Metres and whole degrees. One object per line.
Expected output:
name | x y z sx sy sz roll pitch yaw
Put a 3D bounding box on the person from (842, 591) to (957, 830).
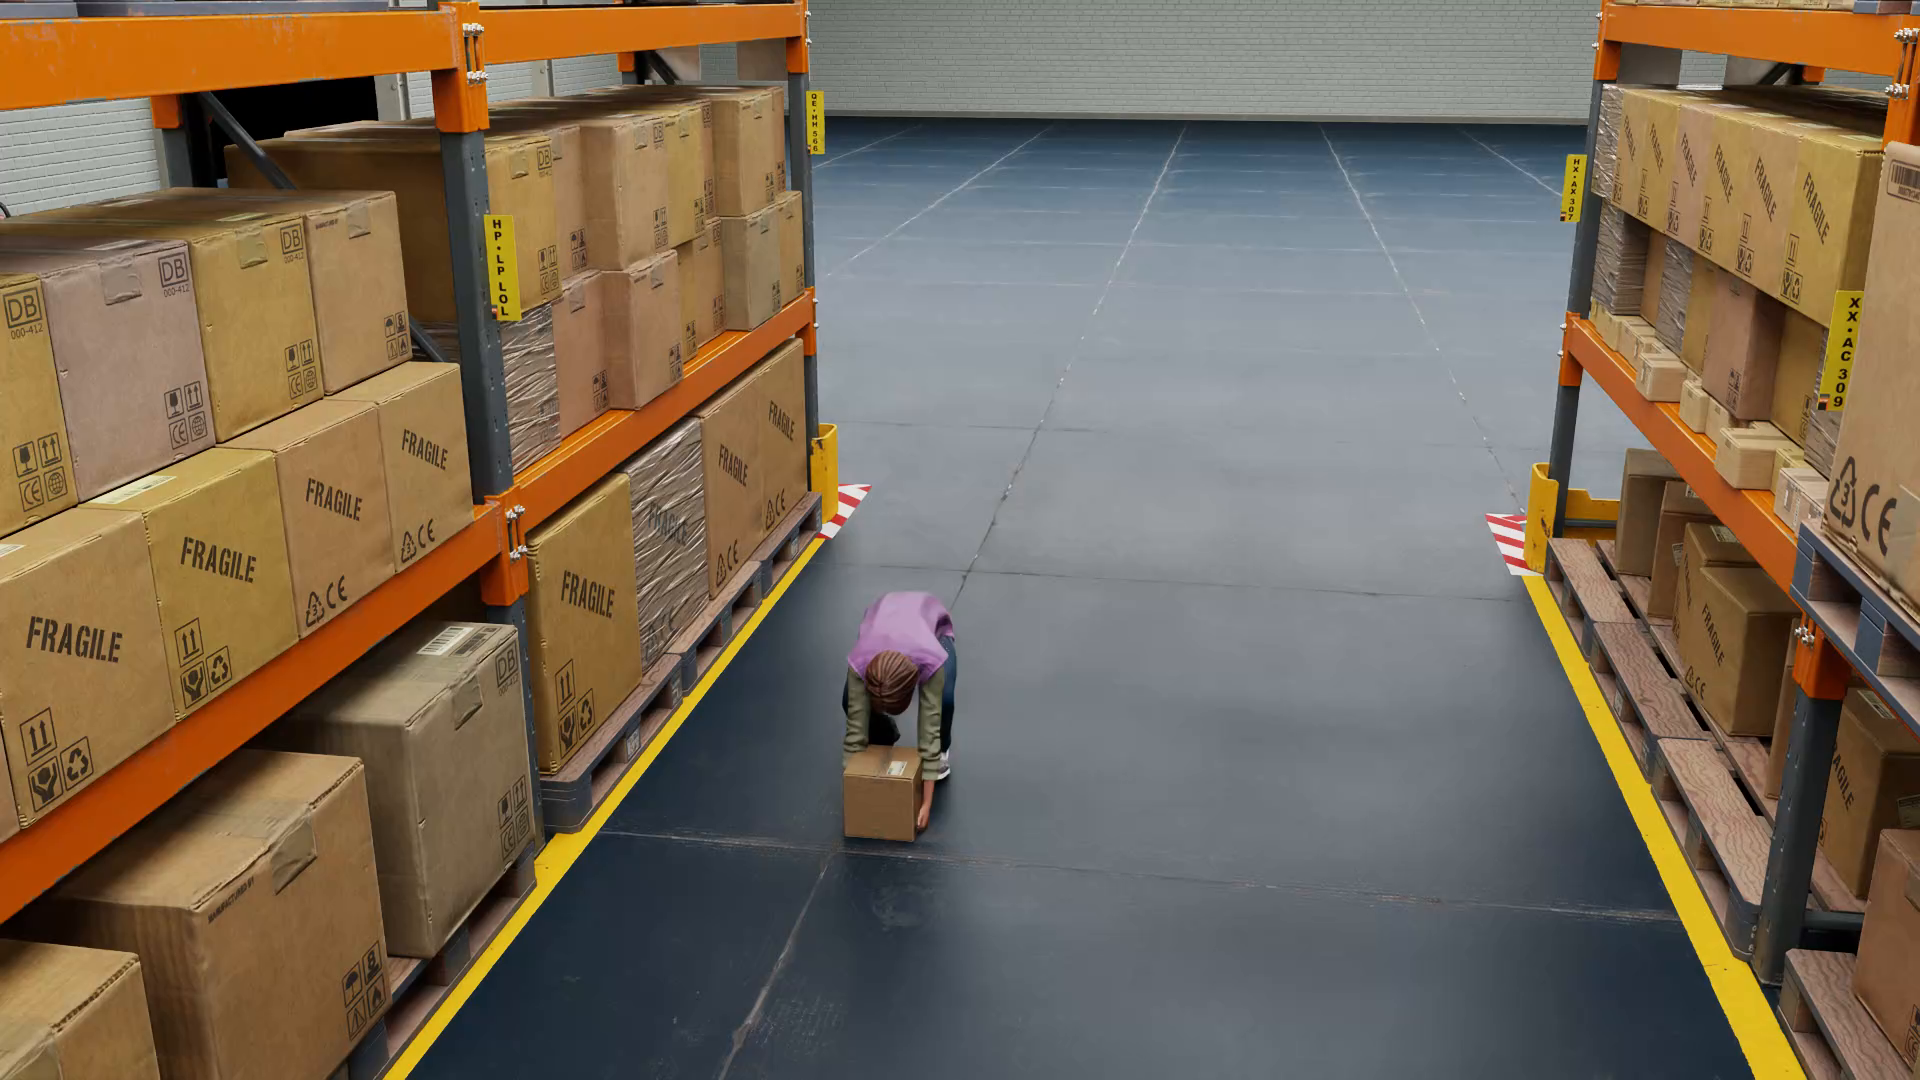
person | -0.223 0.607 6.192 0.421 0.731 0.872 2 18 7
